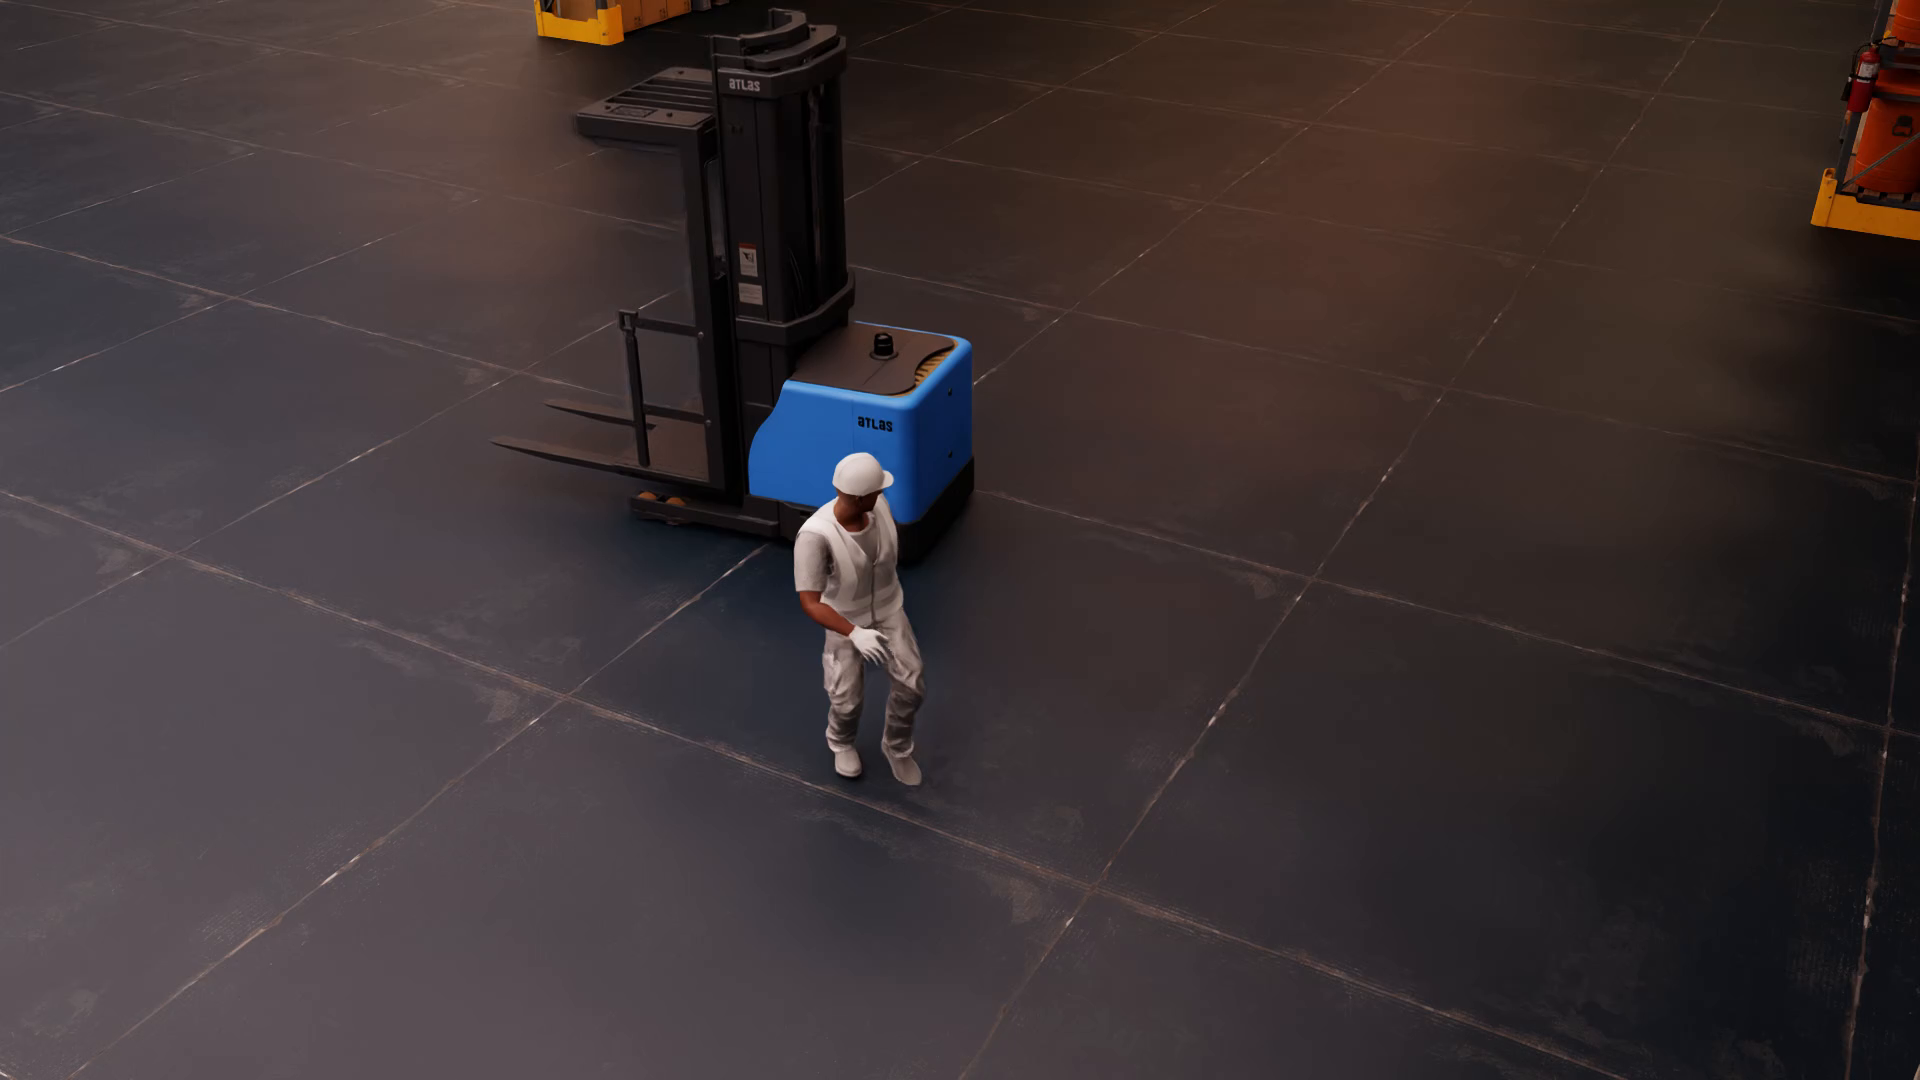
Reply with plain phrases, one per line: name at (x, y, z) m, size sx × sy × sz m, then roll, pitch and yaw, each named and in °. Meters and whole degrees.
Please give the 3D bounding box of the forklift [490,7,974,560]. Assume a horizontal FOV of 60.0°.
forklift at (-1.483, -1.592, 9.830) m, size 3.031 × 2.935 × 1.130 m, roll 11°, pitch 32°, yaw 18°

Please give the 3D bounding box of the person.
person at (-0.463, 0.369, 7.698) m, size 0.689 × 1.759 × 0.797 m, roll -15°, pitch 33°, yaw -24°
